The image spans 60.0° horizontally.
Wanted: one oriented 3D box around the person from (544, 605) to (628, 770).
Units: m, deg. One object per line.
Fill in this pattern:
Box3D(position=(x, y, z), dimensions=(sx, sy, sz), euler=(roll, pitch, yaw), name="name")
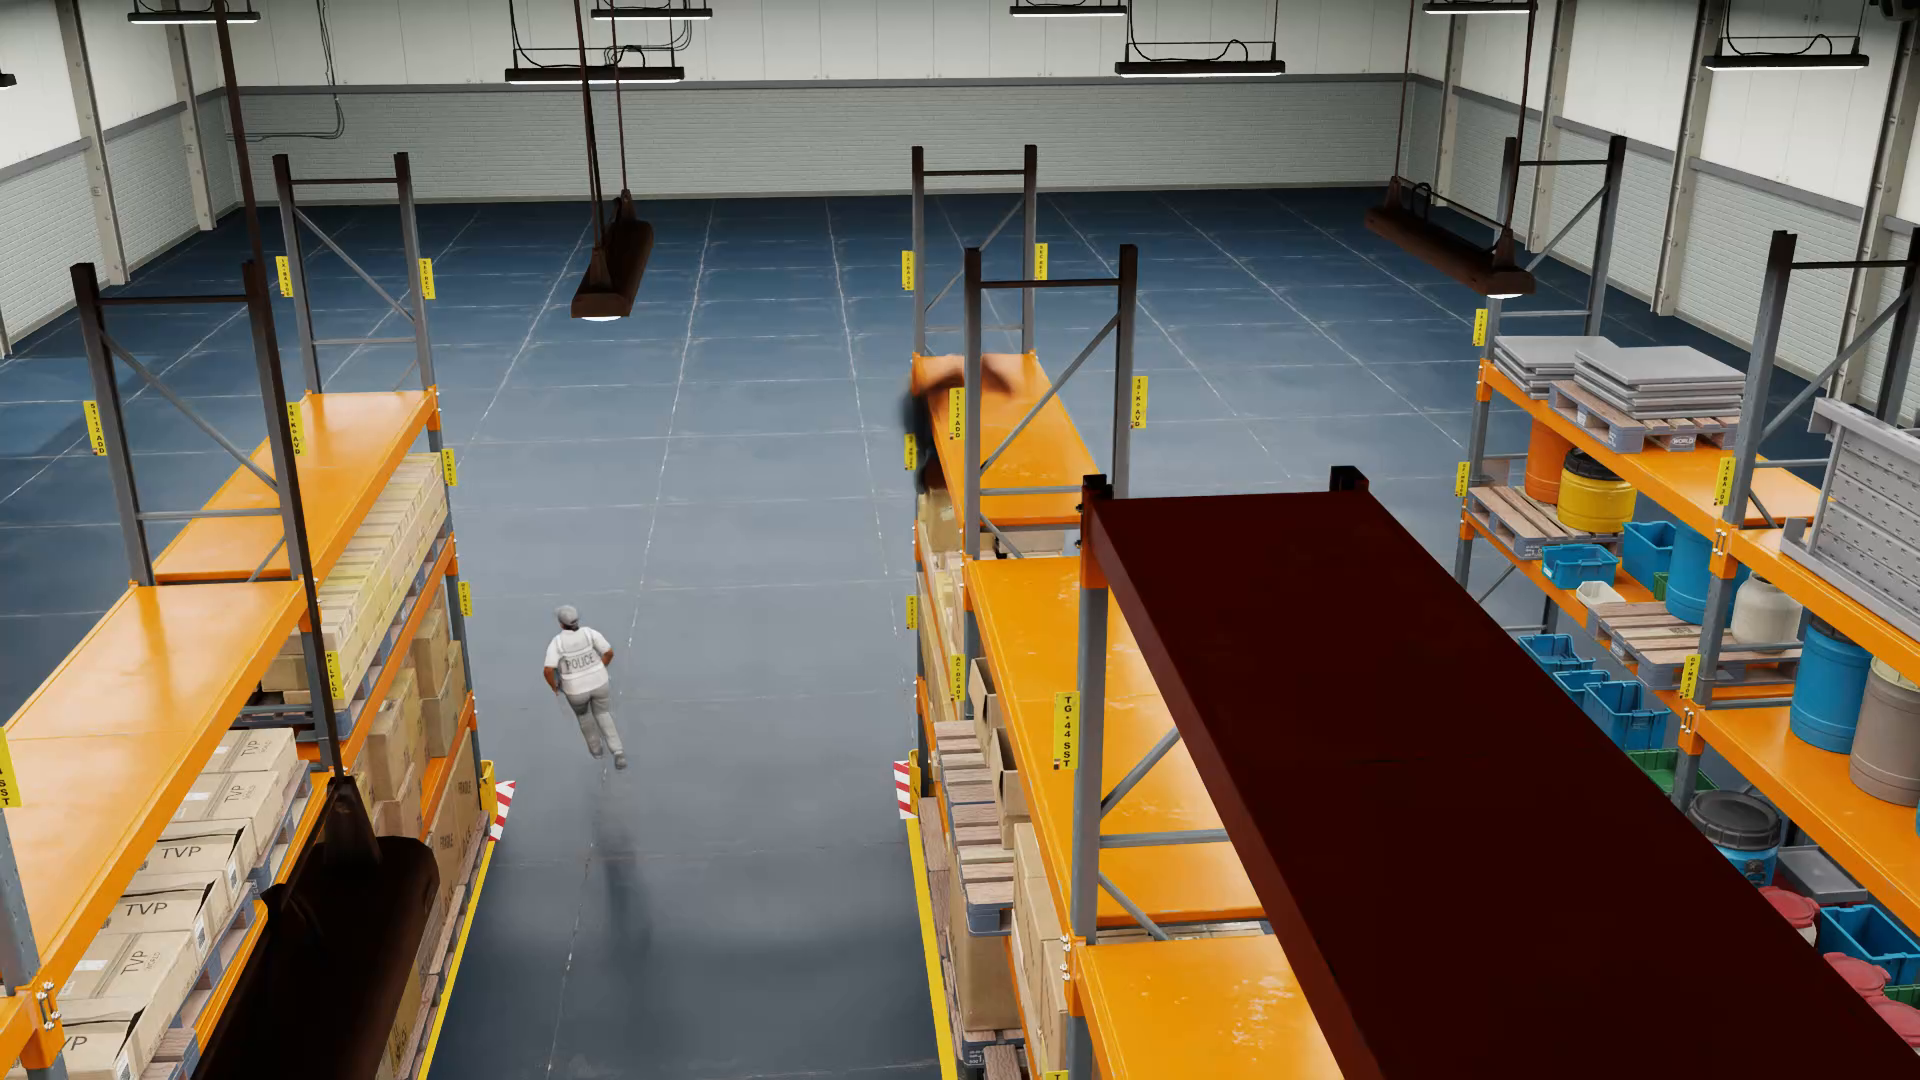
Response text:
Box3D(position=(-3.487, 1.375, 15.279), dimensions=(0.648, 1.662, 0.611), euler=(-12, 24, -27), name="person")
